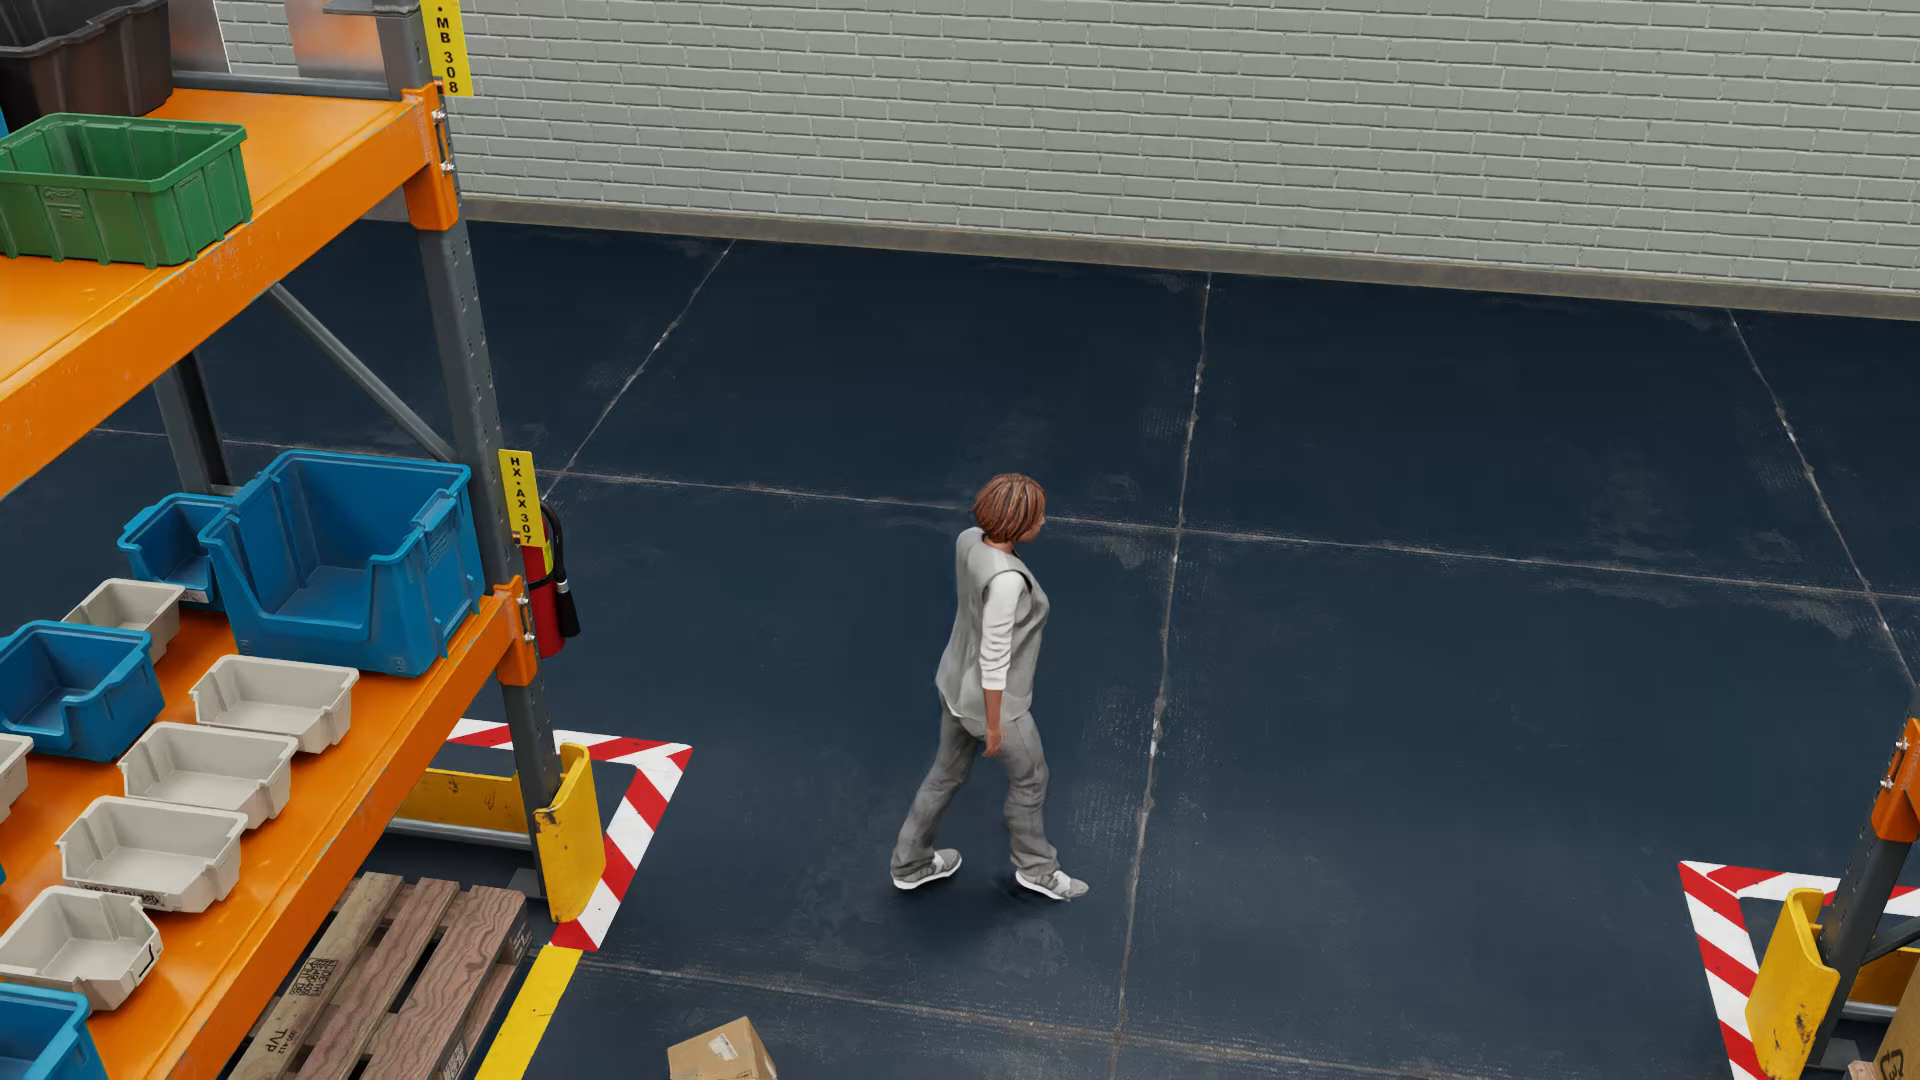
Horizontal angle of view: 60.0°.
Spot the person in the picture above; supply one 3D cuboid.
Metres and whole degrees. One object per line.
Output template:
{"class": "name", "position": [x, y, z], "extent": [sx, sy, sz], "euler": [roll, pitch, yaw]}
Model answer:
{"class": "person", "position": [0.071, 0.515, 5.383], "extent": [0.657, 1.612, 0.457], "euler": [-12, 35, -17]}
